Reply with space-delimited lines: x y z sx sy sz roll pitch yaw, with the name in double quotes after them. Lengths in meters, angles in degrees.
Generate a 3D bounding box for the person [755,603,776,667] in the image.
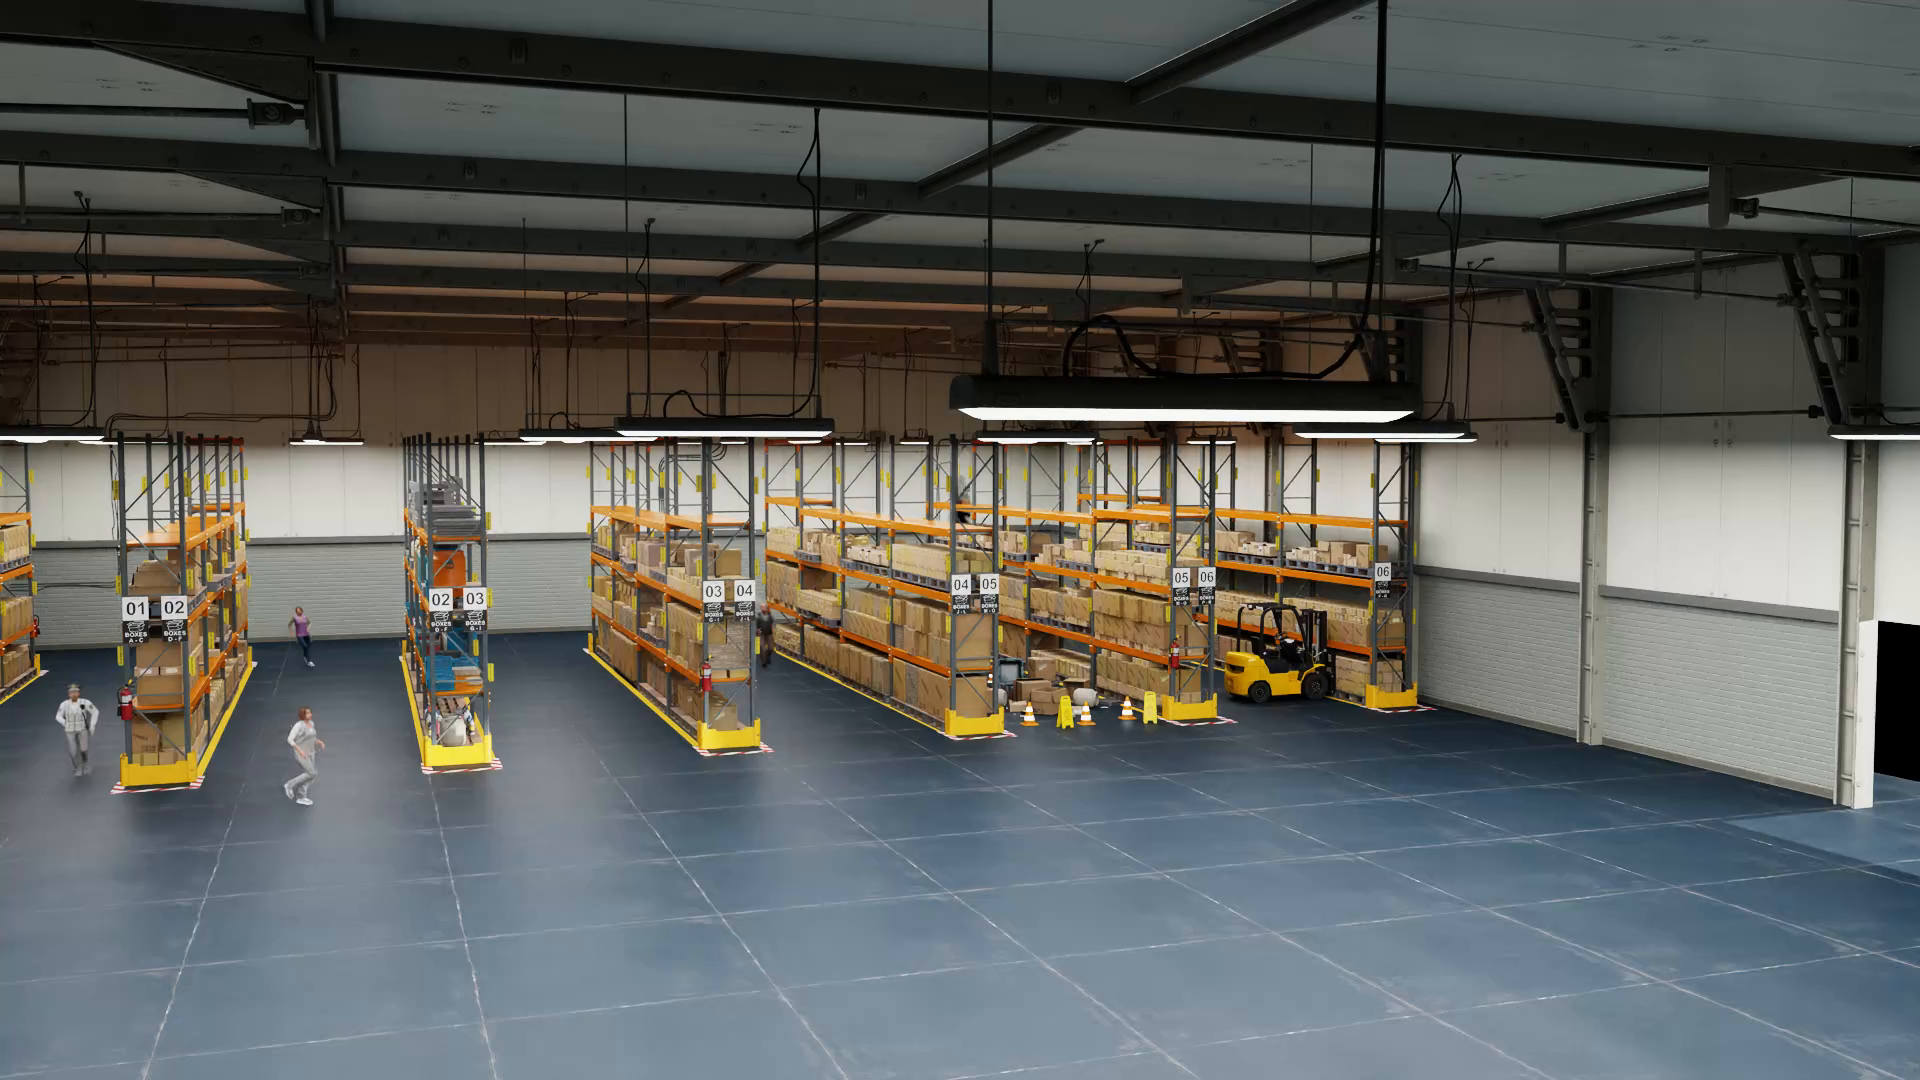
-5.056 2.480 43.211 0.635 1.676 0.564 -1 3 -18 "person"

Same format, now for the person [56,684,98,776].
-15.258 3.294 28.721 0.644 1.631 0.632 -1 3 -20 "person"

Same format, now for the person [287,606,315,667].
-17.237 2.509 43.508 0.613 1.567 0.824 -3 4 -39 "person"

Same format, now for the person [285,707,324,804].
-10.534 3.465 26.756 0.569 1.570 0.527 1 3 10 "person"
